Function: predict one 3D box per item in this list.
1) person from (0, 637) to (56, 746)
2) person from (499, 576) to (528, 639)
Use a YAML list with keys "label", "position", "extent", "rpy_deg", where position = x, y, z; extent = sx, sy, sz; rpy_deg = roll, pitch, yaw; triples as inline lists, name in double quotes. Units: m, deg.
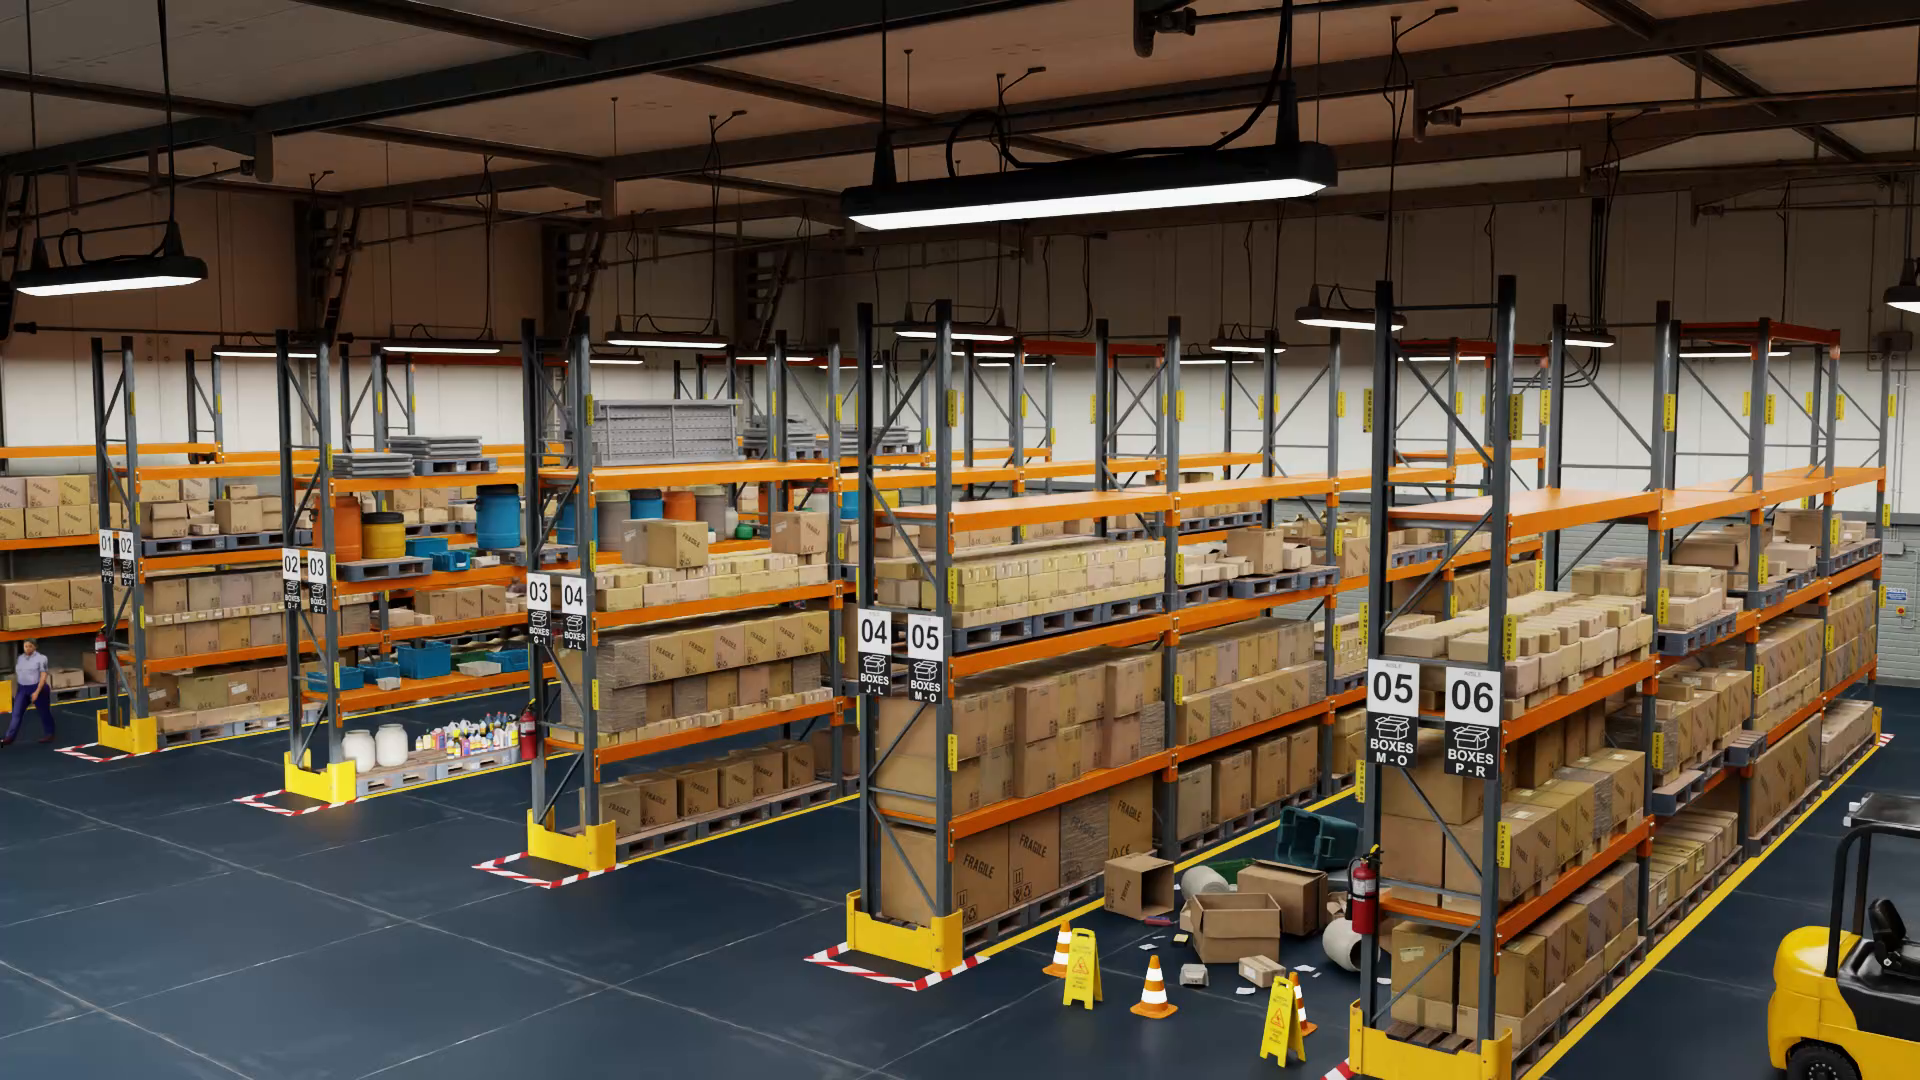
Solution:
- label: "person"
  position: [-13.678, 2.232, 24.384]
  extent: [0.536, 1.599, 0.984]
  rpy_deg: [0, 5, -2]
- label: "person"
  position: [-8.694, 1.454, 32.363]
  extent: [0.627, 1.735, 1.025]
  rpy_deg: [3, 6, 33]
